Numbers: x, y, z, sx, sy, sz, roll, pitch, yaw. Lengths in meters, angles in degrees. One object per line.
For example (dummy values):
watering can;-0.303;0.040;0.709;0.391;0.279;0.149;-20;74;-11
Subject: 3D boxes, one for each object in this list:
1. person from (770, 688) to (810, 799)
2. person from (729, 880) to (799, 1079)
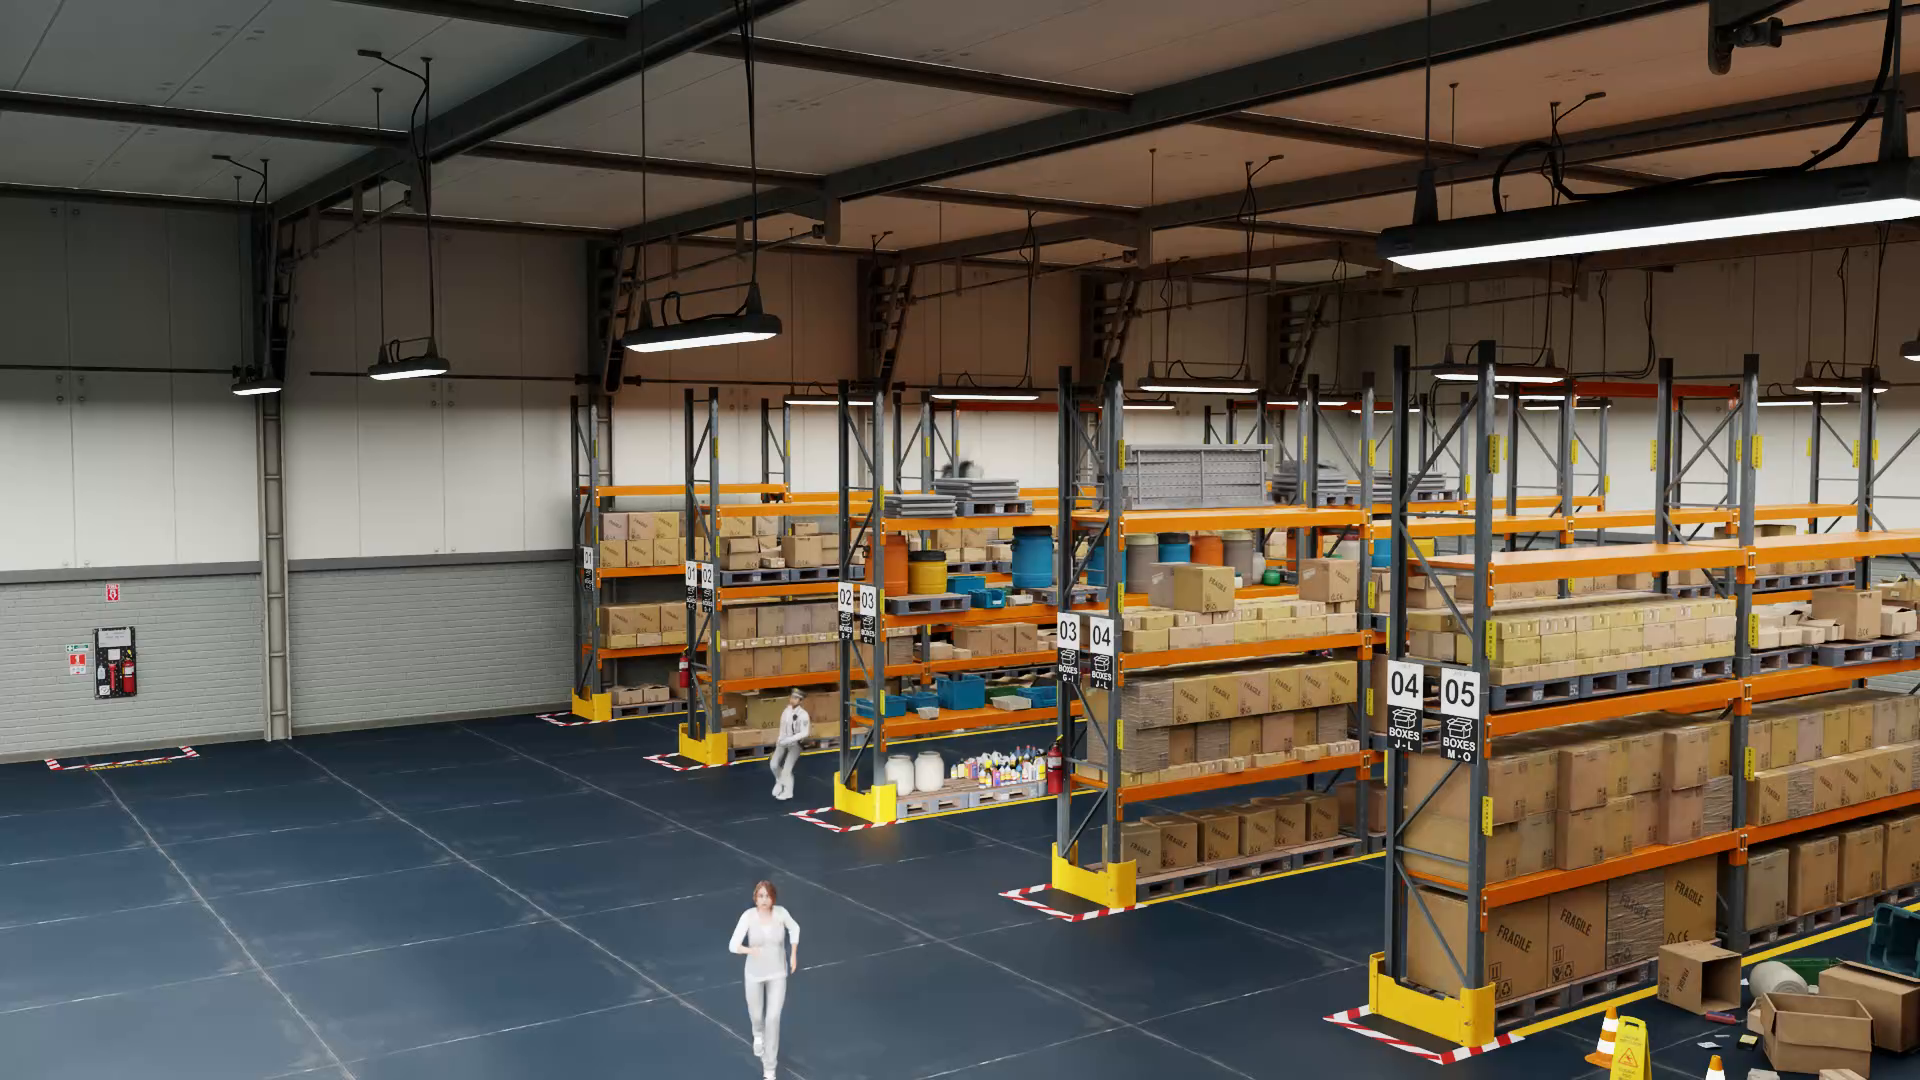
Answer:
person;-2.426;2.914;23.676;0.614;1.625;0.580;2;4;29
person;-1.577;3.531;13.449;0.565;1.597;0.859;0;3;-7
